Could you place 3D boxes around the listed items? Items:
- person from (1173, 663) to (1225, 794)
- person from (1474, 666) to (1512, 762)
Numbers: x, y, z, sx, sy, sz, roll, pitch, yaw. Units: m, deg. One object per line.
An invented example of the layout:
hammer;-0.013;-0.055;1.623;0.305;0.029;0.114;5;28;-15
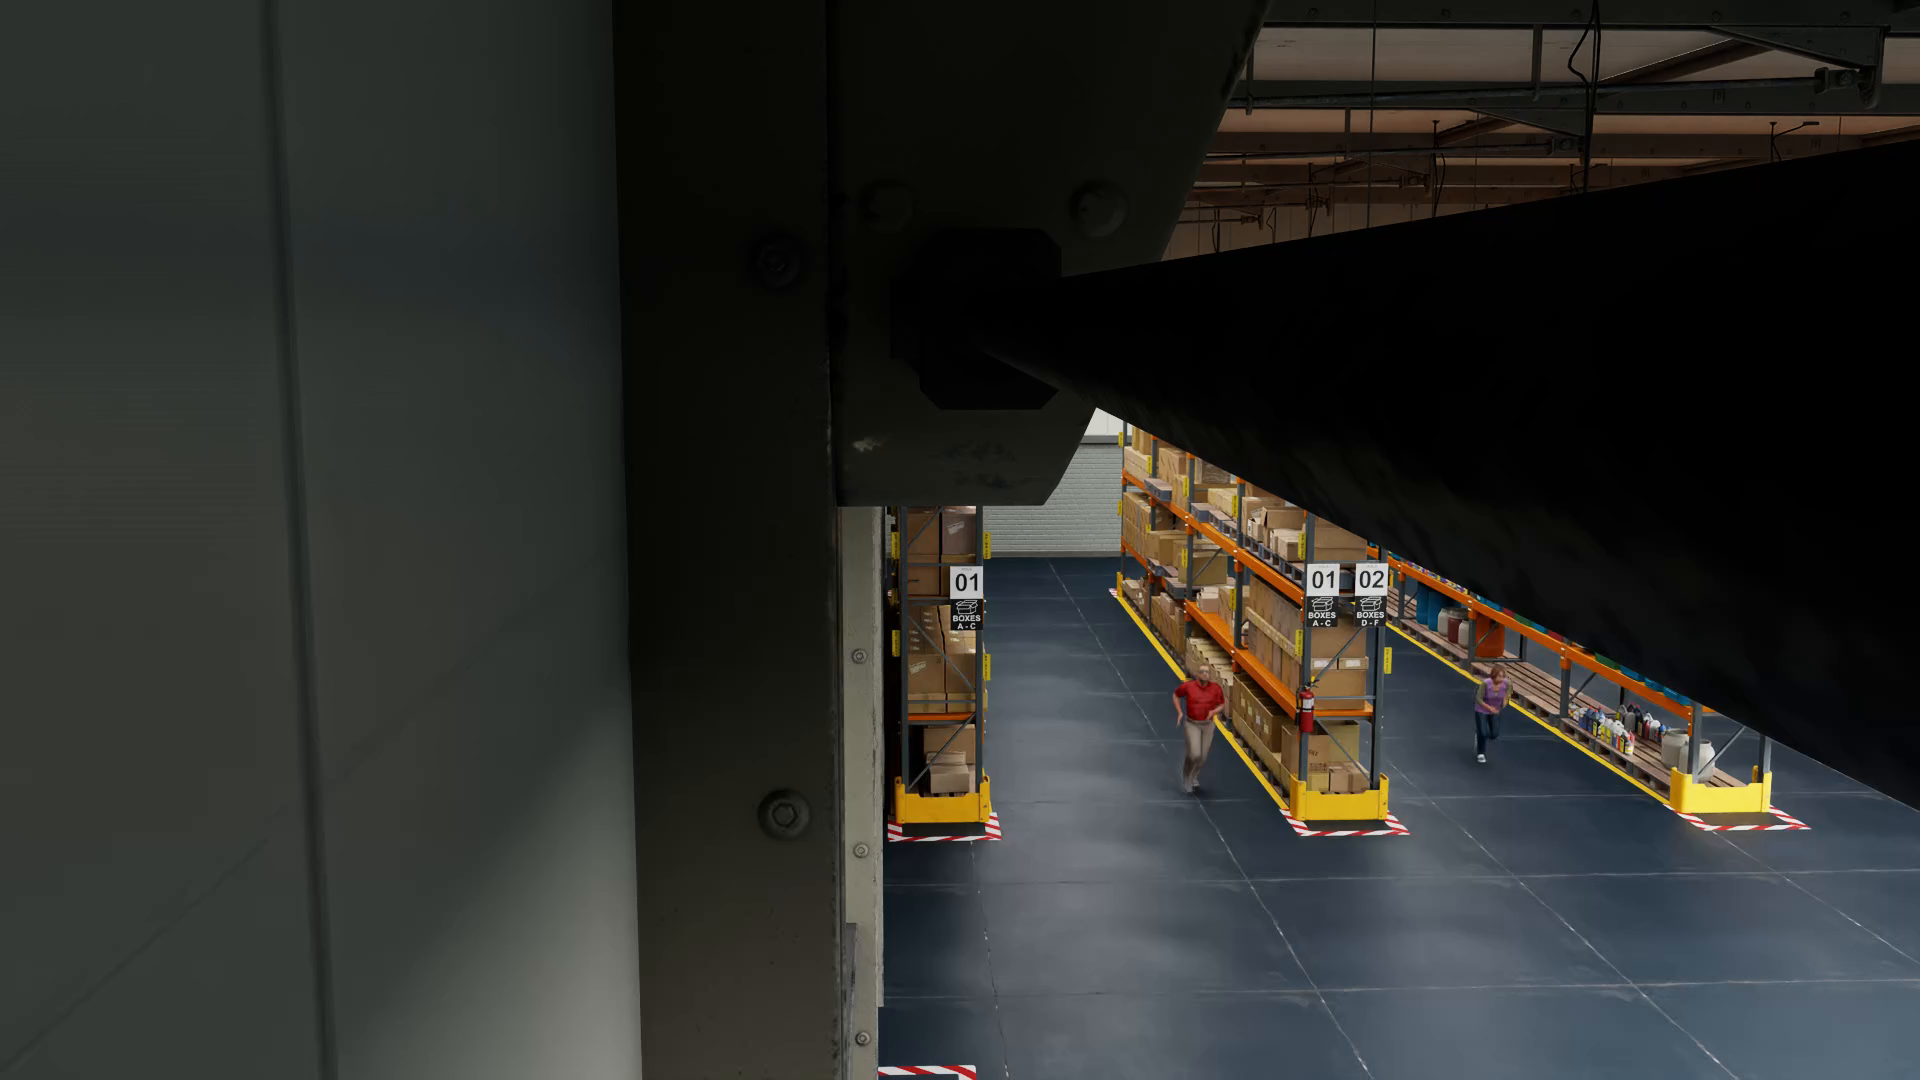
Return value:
person;3.140;2.465;21.707;0.629;1.730;0.668;-1;8;-8
person;7.372;2.405;22.998;0.565;1.437;0.763;-1;8;-8
